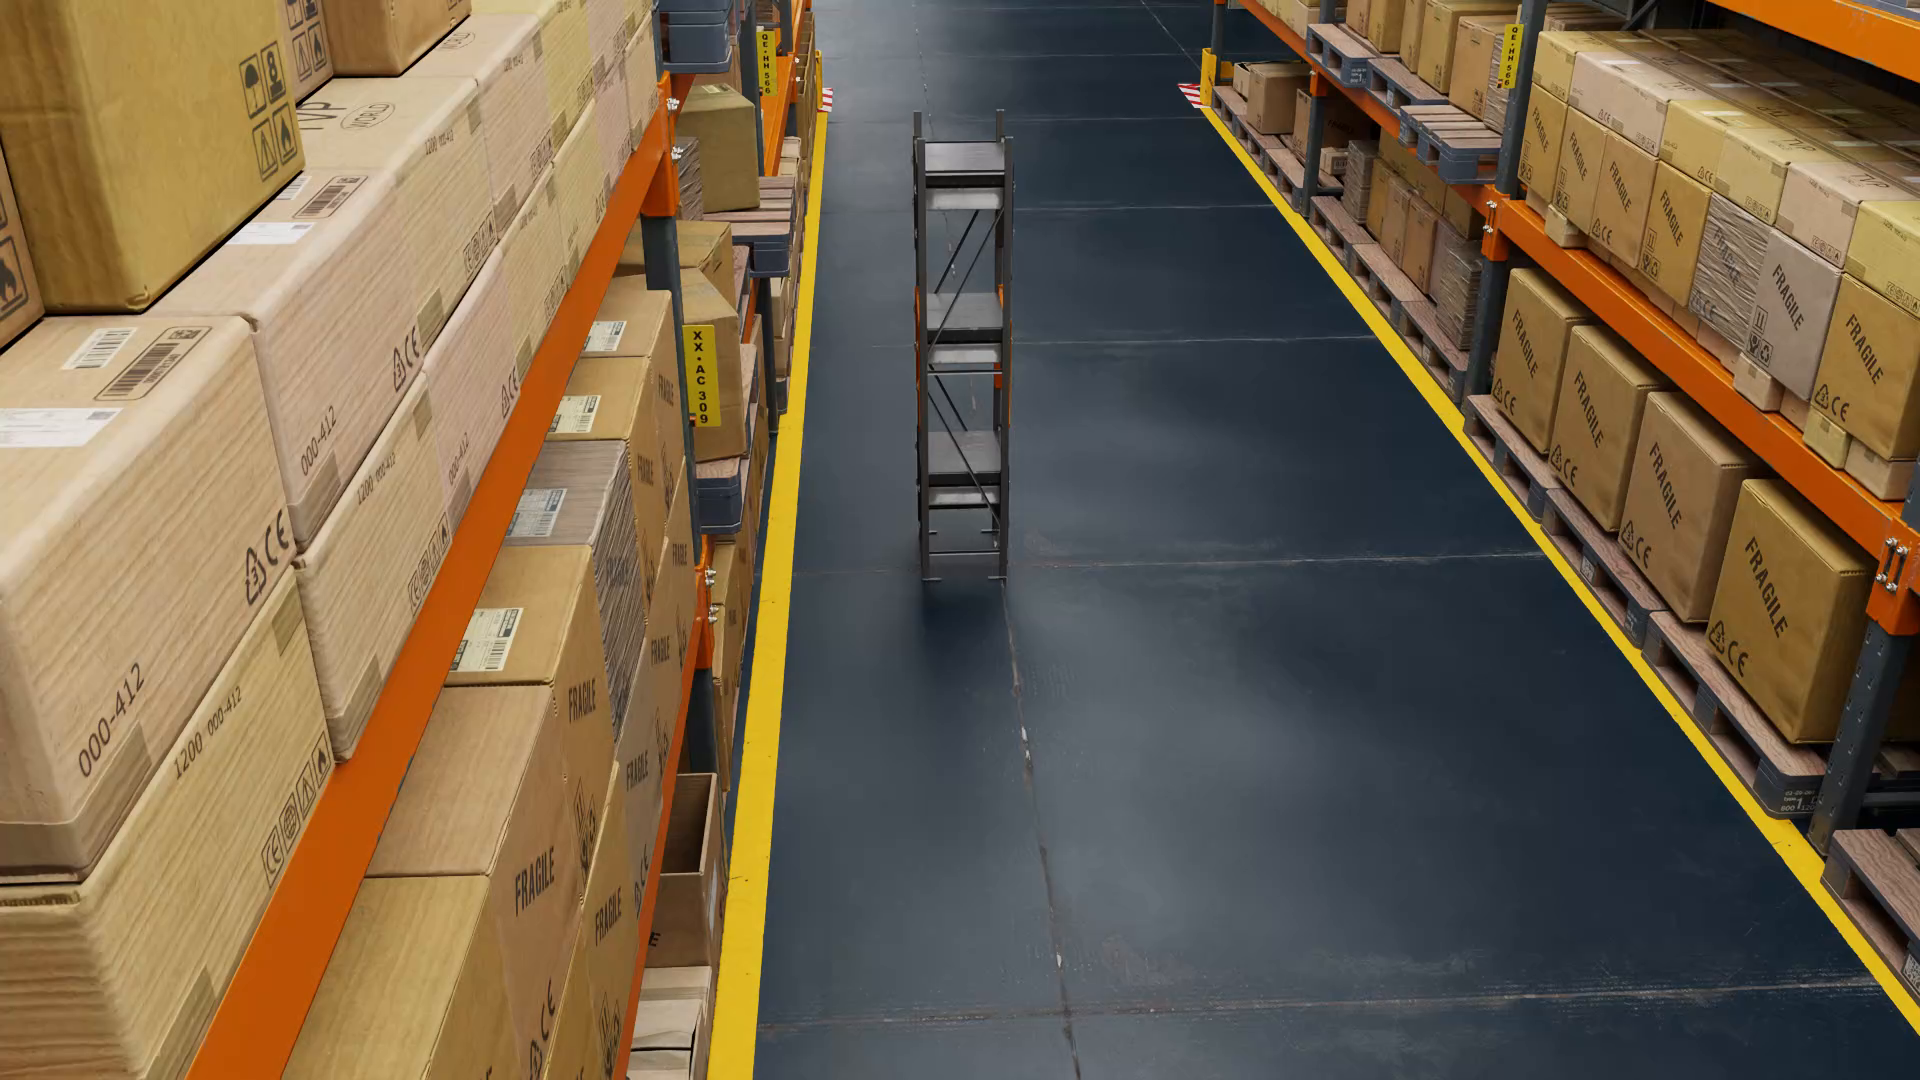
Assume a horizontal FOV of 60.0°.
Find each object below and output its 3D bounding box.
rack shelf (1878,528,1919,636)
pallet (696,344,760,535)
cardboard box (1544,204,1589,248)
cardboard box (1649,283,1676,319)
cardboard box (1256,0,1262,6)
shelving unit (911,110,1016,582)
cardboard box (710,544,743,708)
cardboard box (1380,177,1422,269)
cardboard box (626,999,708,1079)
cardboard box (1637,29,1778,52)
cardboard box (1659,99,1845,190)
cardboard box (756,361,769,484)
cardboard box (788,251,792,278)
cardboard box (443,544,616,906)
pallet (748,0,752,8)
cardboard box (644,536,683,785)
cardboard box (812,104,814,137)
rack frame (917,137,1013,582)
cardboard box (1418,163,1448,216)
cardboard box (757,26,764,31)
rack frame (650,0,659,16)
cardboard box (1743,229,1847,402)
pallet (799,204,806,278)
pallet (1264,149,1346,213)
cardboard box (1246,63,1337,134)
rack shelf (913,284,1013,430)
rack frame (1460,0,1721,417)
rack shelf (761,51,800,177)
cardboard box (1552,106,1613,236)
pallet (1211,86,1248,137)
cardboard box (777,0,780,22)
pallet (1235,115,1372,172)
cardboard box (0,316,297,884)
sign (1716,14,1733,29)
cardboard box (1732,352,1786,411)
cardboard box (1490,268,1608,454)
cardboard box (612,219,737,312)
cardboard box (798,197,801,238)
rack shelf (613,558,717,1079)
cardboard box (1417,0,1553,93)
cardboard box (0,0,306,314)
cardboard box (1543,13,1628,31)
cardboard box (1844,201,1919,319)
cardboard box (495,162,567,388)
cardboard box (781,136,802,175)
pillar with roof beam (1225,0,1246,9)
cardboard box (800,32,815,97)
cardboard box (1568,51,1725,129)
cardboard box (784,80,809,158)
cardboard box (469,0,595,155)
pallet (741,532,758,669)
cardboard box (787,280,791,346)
[{"bbox_3d":[3.728,1.029,3.811,1.077,0.370,4.000,-1,28,-3],"label":"rack shelf"},{"bbox_3d":[-1.255,-0.378,5.940,1.003,0.211,1.213,-1,28,-3],"label":"pallet"},{"bbox_3d":[3.135,-1.559,8.245,0.380,0.149,0.250,-1,28,-1],"label":"cardboard box"},{"bbox_3d":[3.292,-1.092,7.351,0.380,0.149,0.250,-1,28,-2],"label":"cardboard box"},{"bbox_3d":[2.792,-4.756,14.266,0.500,0.250,0.500,-1,28,-2],"label":"cardboard box"},{"bbox_3d":[0.009,-0.855,7.618,0.431,2.100,0.503,-1,28,-3],"label":"shelving unit"},{"bbox_3d":[-1.144,0.346,6.570,0.500,0.500,0.500,-1,28,-2],"label":"cardboard box"},{"bbox_3d":[3.325,-2.181,11.415,0.700,0.500,0.500,-1,28,-2],"label":"cardboard box"},{"bbox_3d":[-0.971,1.508,4.547,0.500,0.311,0.500,-1,28,-3],"label":"cardboard box"},{"bbox_3d":[3.698,-2.375,8.297,0.500,0.250,0.500,-1,28,-1],"label":"cardboard box"},{"bbox_3d":[3.273,-1.648,6.903,0.500,0.250,0.500,-2,28,-4],"label":"cardboard box"},{"bbox_3d":[-1.248,-0.600,8.383,0.500,0.500,0.500,0,28,-1],"label":"cardboard box"},{"bbox_3d":[-1.326,-1.882,10.527,0.500,0.311,0.500,-2,28,-4],"label":"cardboard box"},{"bbox_3d":[-0.957,0.349,3.147,0.500,0.500,0.500,-2,28,-3],"label":"cardboard box"},{"bbox_3d":[-1.344,-2.120,6.031,1.213,0.211,1.003,-1,28,-3],"label":"pallet"},{"bbox_3d":[-1.012,0.326,4.272,0.500,0.500,0.500,-1,28,-1],"label":"cardboard box"},{"bbox_3d":[-1.536,-3.668,14.558,0.500,0.250,0.500,-1,28,-3],"label":"cardboard box"},{"bbox_3d":[0.021,-0.742,7.402,0.400,2.100,0.015,-1,28,-3],"label":"rack frame"},{"bbox_3d":[3.326,-2.313,10.858,0.500,0.250,0.500,-2,28,-3],"label":"cardboard box"},{"bbox_3d":[-1.671,-3.494,11.867,0.500,0.250,0.500,0,28,1],"label":"cardboard box"},{"bbox_3d":[-1.323,-2.752,3.795,1.000,3.000,0.127,-1,28,-3],"label":"rack frame"},{"bbox_3d":[3.312,-0.841,6.167,0.500,0.500,0.500,-1,28,-2],"label":"cardboard box"},{"bbox_3d":[-1.663,-2.211,12.260,1.003,0.211,1.213,-1,28,-3],"label":"pallet"},{"bbox_3d":[3.136,-2.981,13.737,1.003,0.211,1.213,-1,28,-3],"label":"pallet"},{"bbox_3d":[2.962,-3.917,14.743,0.700,0.500,0.500,-3,28,-6],"label":"cardboard box"},{"bbox_3d":[0.009,-0.842,7.624,0.431,0.518,0.480,-1,28,-3],"label":"rack shelf"},{"bbox_3d":[3.415,-2.060,8.957,1.000,3.000,0.127,-1,28,-3],"label":"rack frame"},{"bbox_3d":[-1.636,-2.544,10.662,1.077,0.370,4.000,-1,28,-3],"label":"rack shelf"},{"bbox_3d":[3.203,-1.773,7.954,0.500,0.500,0.500,0,28,-1],"label":"cardboard box"},{"bbox_3d":[3.008,-4.107,15.897,1.003,0.211,1.213,-1,28,-3],"label":"pallet"},{"bbox_3d":[-1.826,-4.511,13.547,0.700,0.500,0.500,-1,28,-2],"label":"cardboard box"},{"bbox_3d":[3.069,-3.545,14.819,1.003,0.211,1.213,-1,28,-3],"label":"pallet"},{"bbox_3d":[-0.881,0.027,1.333,0.500,0.250,0.500,-1,28,-3],"label":"cardboard box"},{"bbox_3d":[3.969,-2.589,8.718,0.100,0.325,0.005,-1,28,-3],"label":"sign"},{"bbox_3d":[3.246,-0.617,6.440,0.380,0.149,0.250,-1,28,-3],"label":"cardboard box"},{"bbox_3d":[3.322,-0.951,8.700,0.750,0.750,0.750,-2,28,-3],"label":"cardboard box"},{"bbox_3d":[-1.223,-0.863,6.098,0.700,0.500,0.500,3,28,5],"label":"cardboard box"},{"bbox_3d":[-1.405,-2.335,12.003,0.500,0.250,0.500,-2,28,-3],"label":"cardboard box"},{"bbox_3d":[-1.218,1.151,3.578,1.077,0.370,4.000,-1,28,-3],"label":"rack shelf"},{"bbox_3d":[3.293,-3.092,10.350,0.700,0.500,0.500,-1,28,-3],"label":"cardboard box"},{"bbox_3d":[-1.099,-0.532,1.594,0.700,0.500,0.500,-1,28,-3],"label":"cardboard box"},{"bbox_3d":[3.367,-2.746,8.986,0.380,0.149,0.250,-5,28,-9],"label":"cardboard box"},{"bbox_3d":[3.344,-0.940,5.547,0.500,0.250,0.500,-1,28,-1],"label":"cardboard box"},{"bbox_3d":[-0.960,-0.444,2.777,0.500,0.250,0.500,-1,28,-3],"label":"cardboard box"},{"bbox_3d":[-1.433,-2.822,12.330,0.500,0.311,0.500,-1,28,-3],"label":"cardboard box"},{"bbox_3d":[-0.715,-10.779,19.187,9.100,9.000,0.400,-1,28,-3],"label":"pillar with roof beam"},{"bbox_3d":[-1.557,-4.231,14.827,0.500,0.500,0.500,-1,28,-3],"label":"cardboard box"},{"bbox_3d":[3.210,-2.114,7.797,0.500,0.250,0.500,-2,28,-3],"label":"cardboard box"},{"bbox_3d":[-1.452,-3.308,13.057,0.500,0.500,0.500,-1,28,-3],"label":"cardboard box"},{"bbox_3d":[-0.980,-0.897,3.104,0.500,0.250,0.500,-1,28,-3],"label":"cardboard box"},{"bbox_3d":[-1.470,0.205,7.629,1.003,0.211,1.213,-1,28,-3],"label":"pallet"},{"bbox_3d":[-1.293,-1.387,10.185,0.500,0.250,0.500,-2,28,-4],"label":"cardboard box"}]
